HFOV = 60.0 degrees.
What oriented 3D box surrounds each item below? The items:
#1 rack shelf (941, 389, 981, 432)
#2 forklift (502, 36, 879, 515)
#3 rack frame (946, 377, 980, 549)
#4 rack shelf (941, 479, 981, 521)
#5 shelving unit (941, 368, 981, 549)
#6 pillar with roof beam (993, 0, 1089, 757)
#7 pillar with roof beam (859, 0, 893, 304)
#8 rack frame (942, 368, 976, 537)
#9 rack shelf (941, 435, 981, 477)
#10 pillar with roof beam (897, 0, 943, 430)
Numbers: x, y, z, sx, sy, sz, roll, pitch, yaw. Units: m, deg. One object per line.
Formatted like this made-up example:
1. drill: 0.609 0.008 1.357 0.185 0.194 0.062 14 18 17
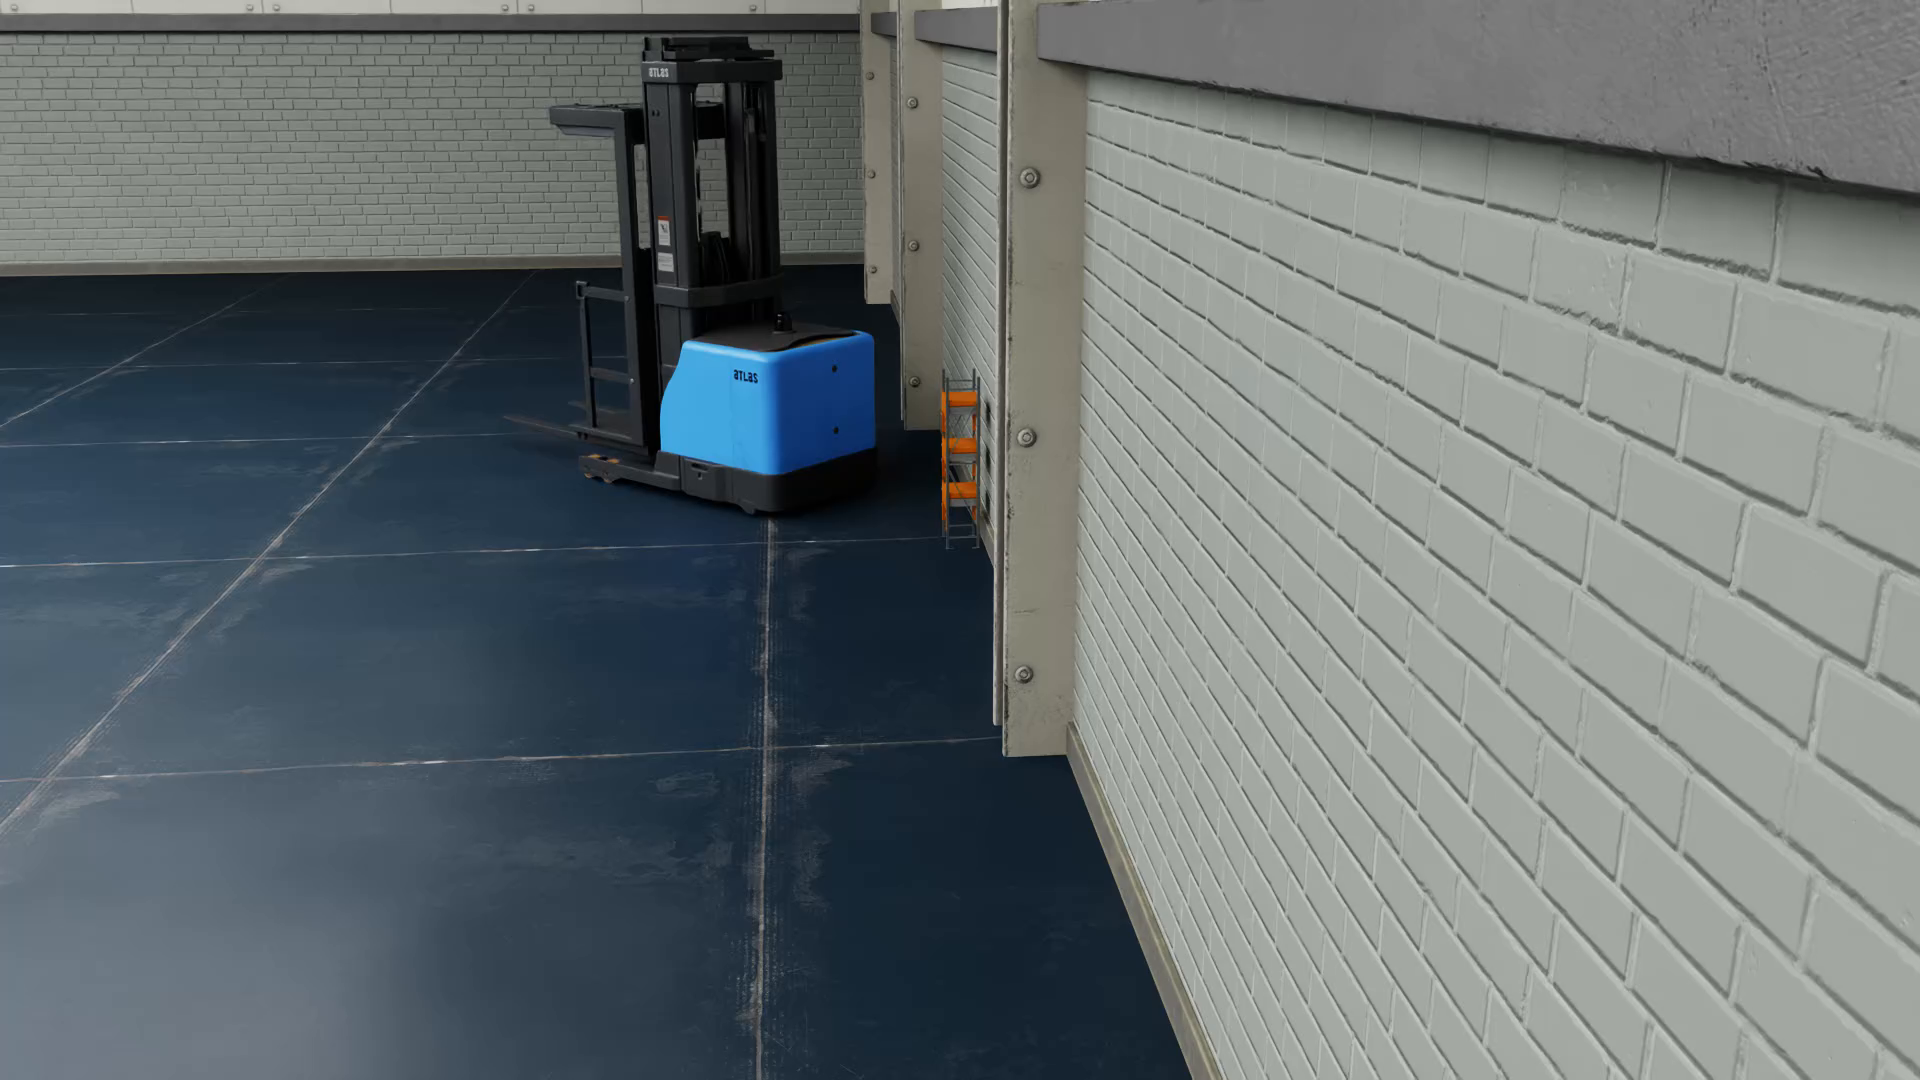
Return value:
1. rack shelf: 0.006 -0.746 9.887 0.215 0.259 0.240 -2 18 -6
2. forklift: -2.017 -1.899 11.331 3.031 2.935 1.130 13 22 37
3. rack frame: 0.018 -0.449 9.853 0.200 1.050 0.008 -2 18 -6
4. rack shelf: 0.006 -0.210 10.055 0.215 0.259 0.240 -2 18 -6
5. shelving unit: 0.006 -0.485 9.969 0.215 1.050 0.252 -2 18 -6
6. pillar with roof beam: -3.958 -3.286 5.621 9.100 9.000 0.400 -2 18 -6
7. pillar with roof beam: -5.196 -6.861 17.009 9.100 9.000 0.400 -2 18 -6
8. rack frame: -0.007 -0.521 10.085 0.200 1.050 0.008 -2 18 -6
9. rack shelf: 0.006 -0.475 9.972 0.215 0.259 0.240 -2 18 -6
10. pillar with roof beam: -4.577 -5.074 11.315 9.100 9.000 0.400 -2 18 -6
